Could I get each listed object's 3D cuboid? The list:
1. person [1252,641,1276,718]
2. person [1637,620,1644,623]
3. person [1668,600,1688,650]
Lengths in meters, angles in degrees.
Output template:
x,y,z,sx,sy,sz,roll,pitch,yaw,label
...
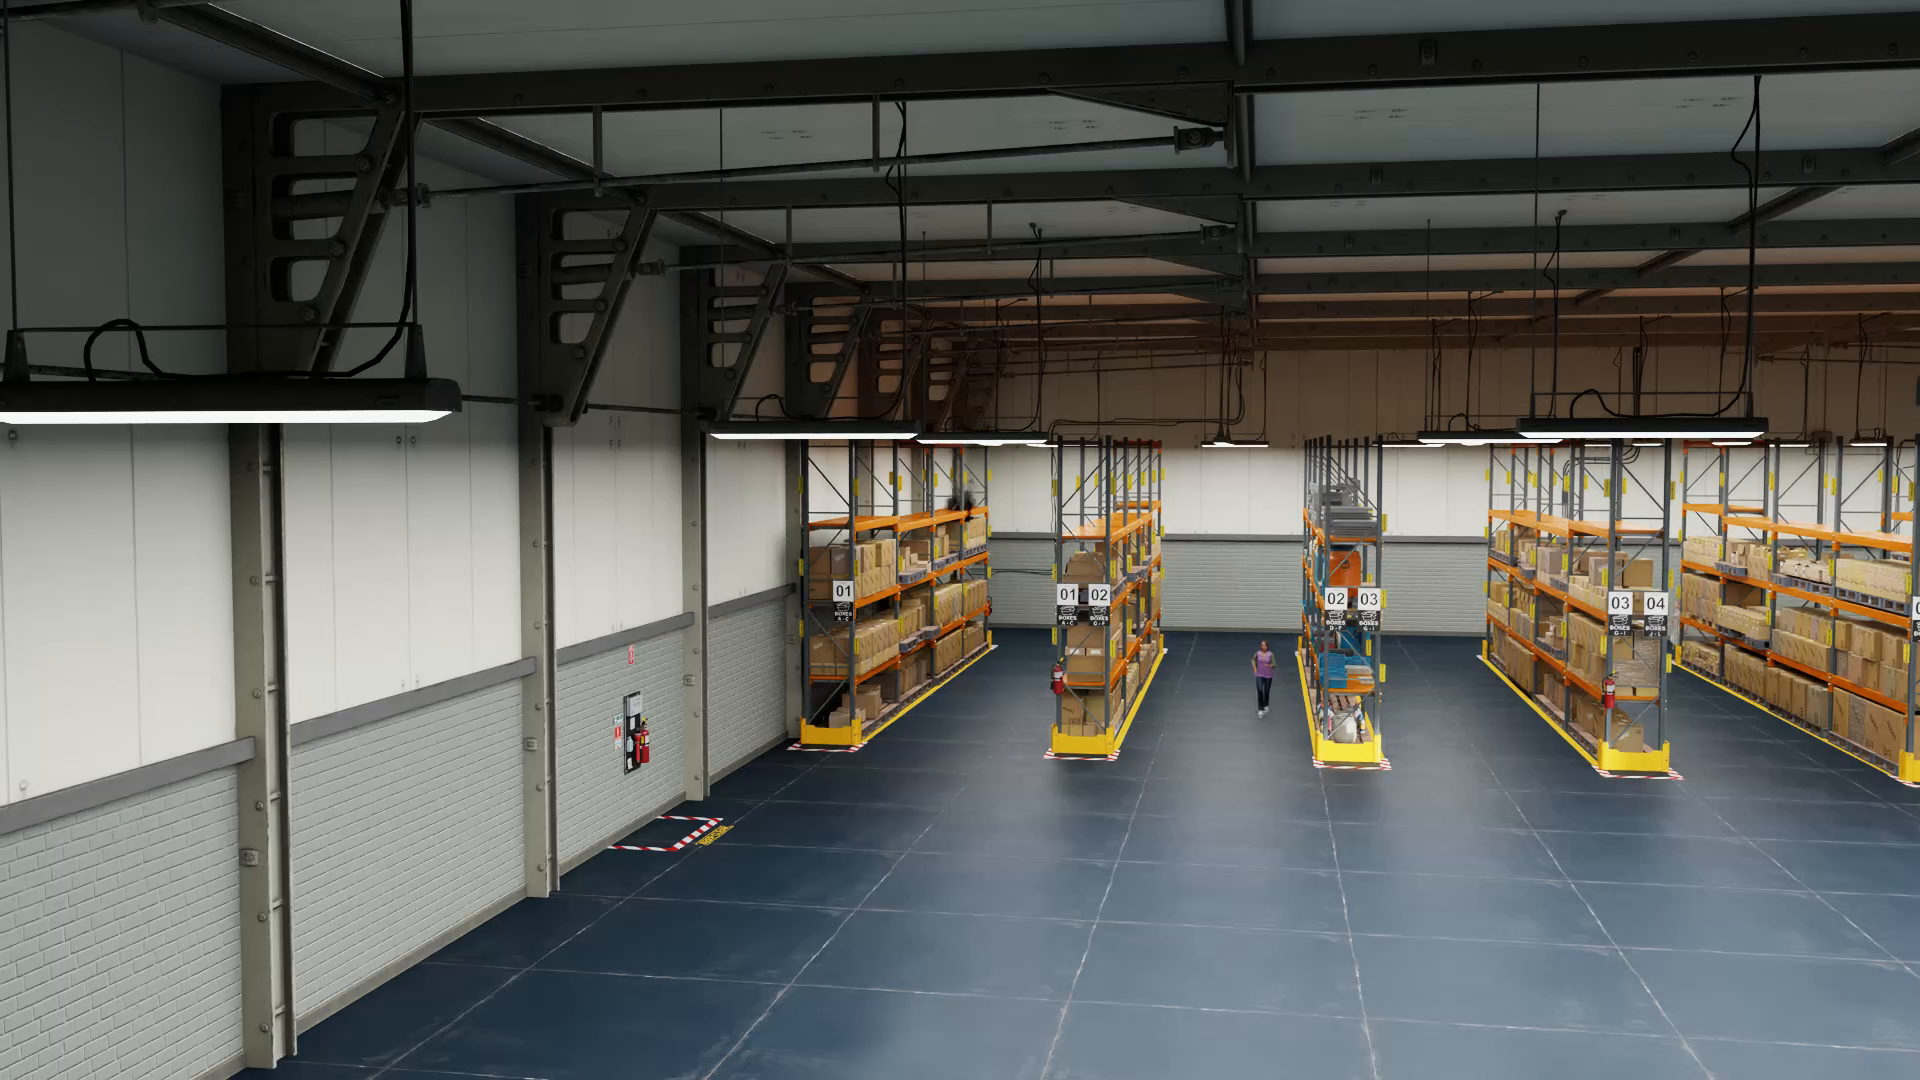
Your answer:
x,y,z,sx,sy,sz,roll,pitch,yaw,label
6.549,3.027,35.830,0.522,1.541,0.690,1,3,11,person
17.732,2.556,43.293,0.640,1.688,0.923,1,3,17,person
19.655,2.458,45.530,0.597,1.636,0.600,0,3,5,person
